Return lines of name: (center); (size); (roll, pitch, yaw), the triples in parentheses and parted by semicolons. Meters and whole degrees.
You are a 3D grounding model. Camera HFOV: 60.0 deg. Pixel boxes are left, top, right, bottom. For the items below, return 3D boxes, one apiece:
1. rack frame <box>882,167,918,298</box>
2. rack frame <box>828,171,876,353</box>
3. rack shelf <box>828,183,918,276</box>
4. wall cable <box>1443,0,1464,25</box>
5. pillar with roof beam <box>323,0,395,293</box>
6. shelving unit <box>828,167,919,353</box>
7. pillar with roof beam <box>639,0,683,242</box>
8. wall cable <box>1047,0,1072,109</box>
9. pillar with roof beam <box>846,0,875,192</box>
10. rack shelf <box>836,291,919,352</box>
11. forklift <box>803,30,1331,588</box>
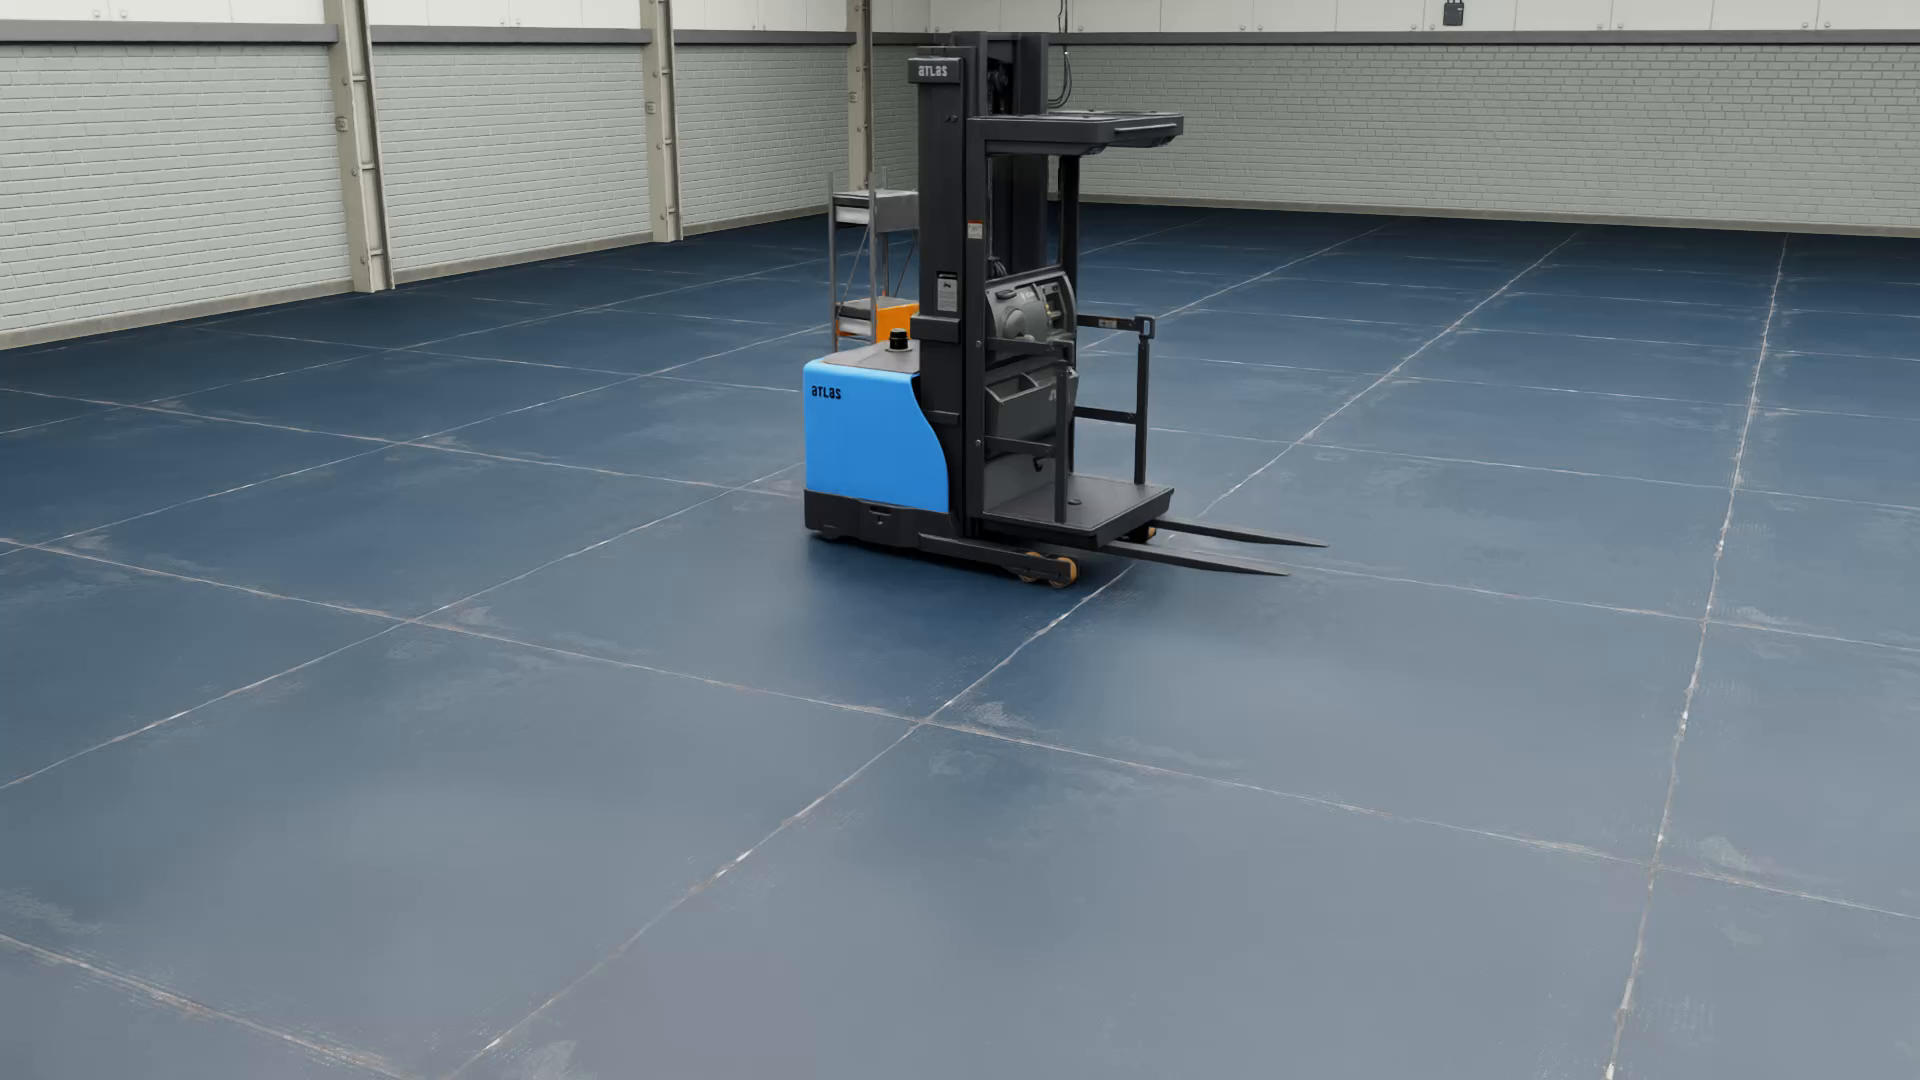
rack frame: (-0.353, -1.386, 11.003); (0.400, 2.100, 0.015); (14, 22, 40)
rack frame: (-0.681, -1.283, 10.656); (0.400, 2.100, 0.015); (14, 22, 40)
rack shelf: (-0.517, -1.992, 10.634); (0.431, 0.518, 0.480); (14, 22, 40)
wall cable: (9.188, -11.427, 26.720); (2.305, 6.003, 0.169); (8, 18, 25)
pillar with roof beam: (-3.308, -6.822, 17.189); (9.100, 9.000, 0.400); (8, 18, 25)
shelving unit: (-0.517, -1.335, 10.830); (0.431, 2.100, 0.503); (14, 22, 40)
pillar with roof beam: (-0.627, -8.351, 22.334); (9.100, 9.000, 0.400); (8, 18, 25)
wall cable: (0.702, -9.520, 31.726); (3.097, 2.526, 0.112); (8, 18, 25)
pillar with roof beam: (2.054, -9.879, 27.480); (9.100, 9.000, 0.400); (8, 18, 25)
rack shelf: (-0.517, -1.321, 10.834); (0.431, 0.518, 0.480); (14, 22, 40)
forklift: (0.582, -1.315, 9.305); (3.031, 2.935, 1.130); (10, 19, 30)
